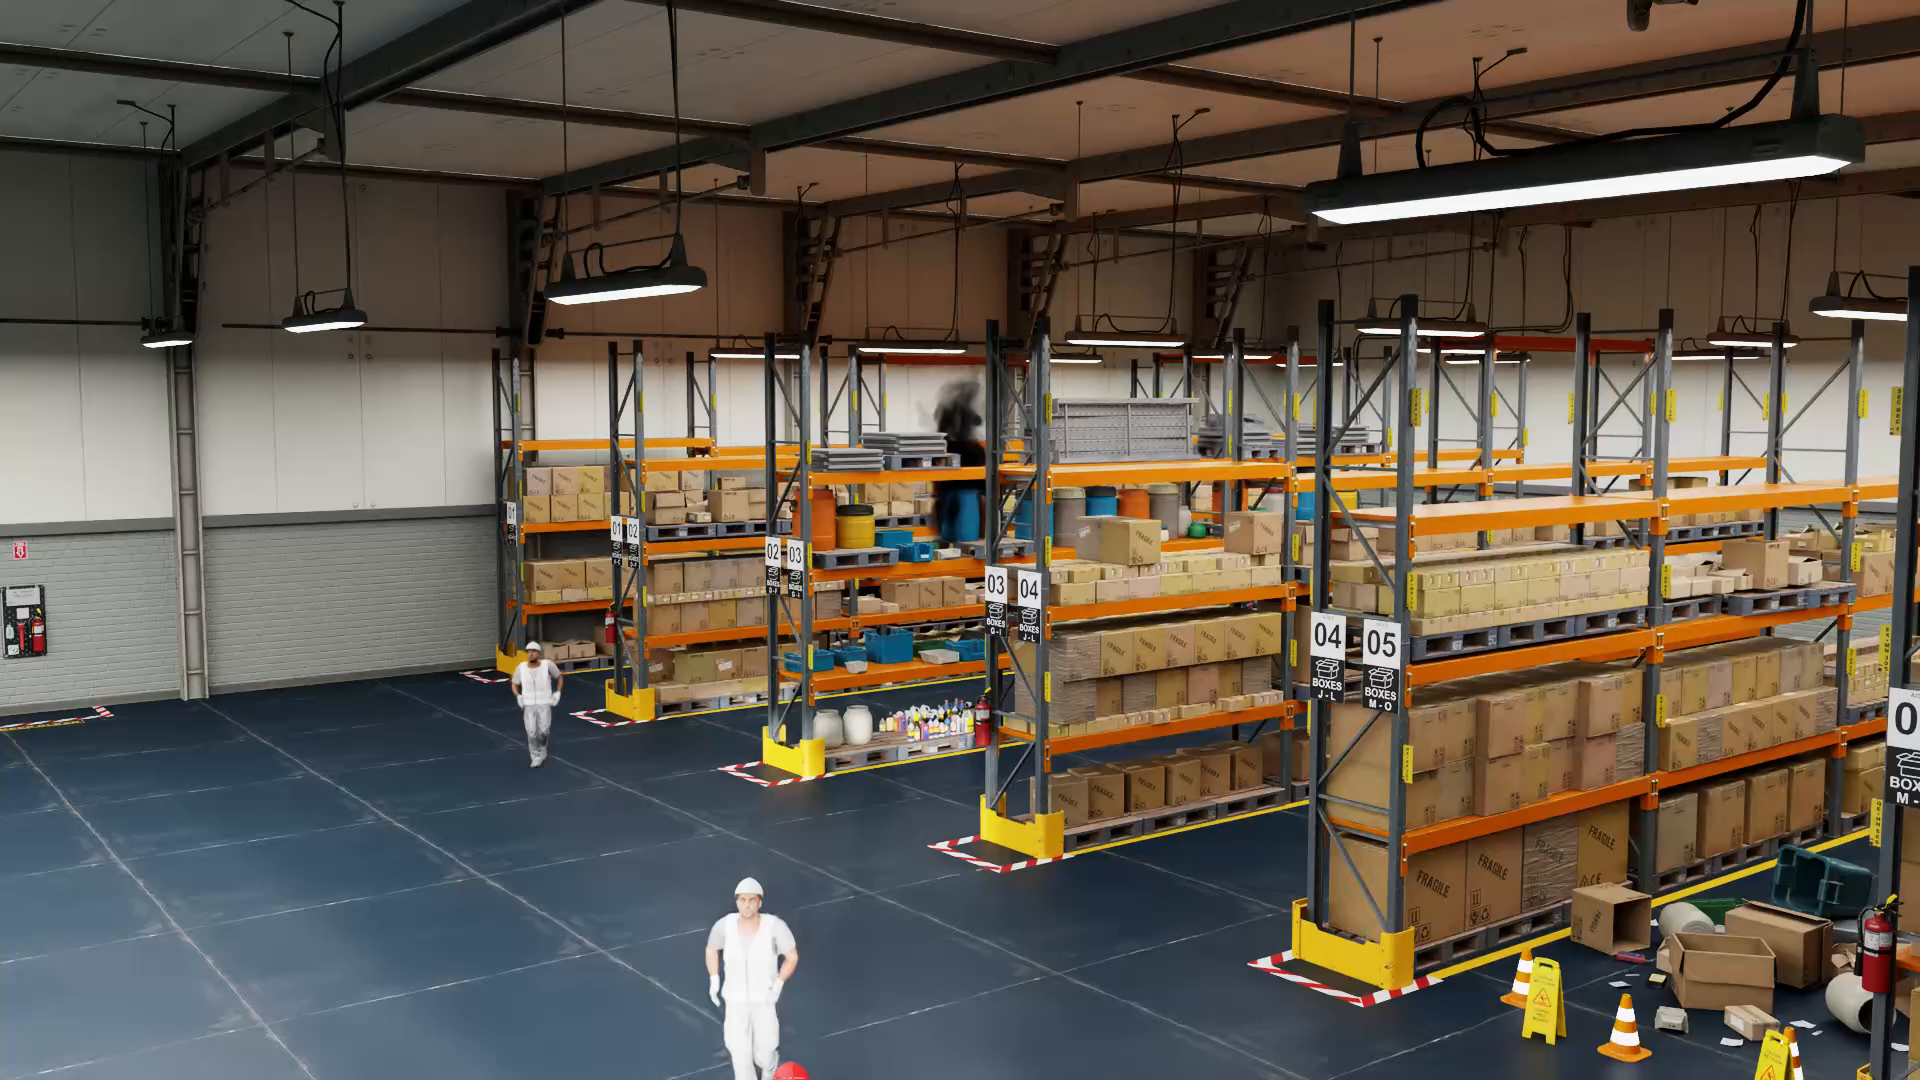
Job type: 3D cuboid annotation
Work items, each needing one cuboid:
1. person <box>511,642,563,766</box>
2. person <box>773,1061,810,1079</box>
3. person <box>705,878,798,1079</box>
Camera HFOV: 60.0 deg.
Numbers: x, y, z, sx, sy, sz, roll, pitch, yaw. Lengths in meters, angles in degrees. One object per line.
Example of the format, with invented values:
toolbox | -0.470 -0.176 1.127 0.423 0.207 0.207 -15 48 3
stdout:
person | -5.867 2.279 23.009 0.676 1.739 0.525 -1 5 -8
person | -0.835 3.537 8.443 0.632 1.743 0.614 0 5 -1
person | -1.483 3.254 11.816 0.672 1.771 0.755 0 5 0
